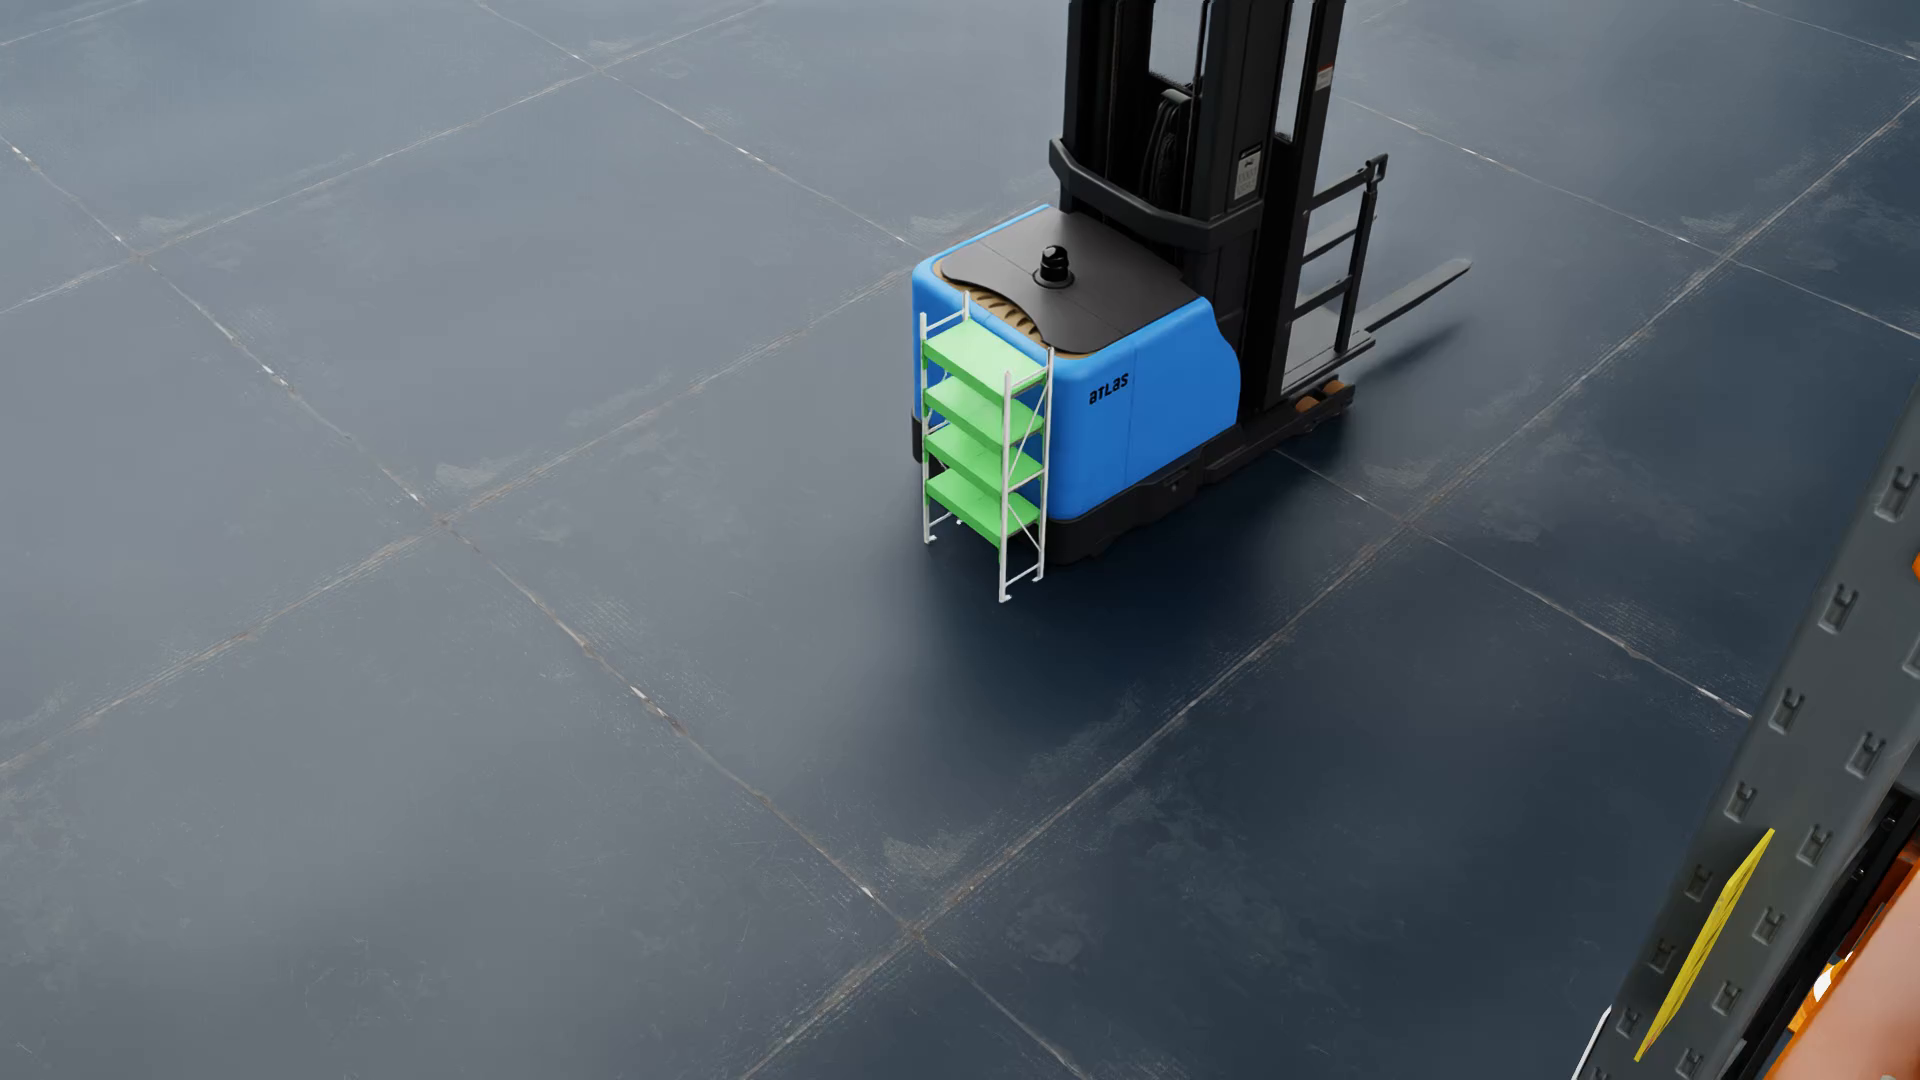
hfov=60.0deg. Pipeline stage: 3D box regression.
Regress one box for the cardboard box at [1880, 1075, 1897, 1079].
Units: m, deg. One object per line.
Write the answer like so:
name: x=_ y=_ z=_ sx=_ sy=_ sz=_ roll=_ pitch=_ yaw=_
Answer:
cardboard box: x=1.159 y=0.893 z=2.048 sx=0.380 sy=0.149 sz=0.250 roll=-34 pitch=53 yaw=-31

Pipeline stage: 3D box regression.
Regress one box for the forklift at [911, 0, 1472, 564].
forklift: x=1.233 y=-1.827 z=7.067 sx=3.031 sy=2.935 sz=1.130 roll=-30 pitch=51 yaw=-28

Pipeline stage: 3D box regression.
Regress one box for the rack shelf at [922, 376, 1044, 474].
rack shelf: x=0.099 y=-0.487 z=6.634 sx=0.258 sy=0.148 sz=0.480 roll=-30 pitch=51 yaw=-29

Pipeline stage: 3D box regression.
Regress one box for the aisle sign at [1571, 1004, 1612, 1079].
aisle sign: x=0.891 y=0.752 z=2.311 sx=0.394 sy=0.787 sz=0.004 roll=-34 pitch=53 yaw=-31

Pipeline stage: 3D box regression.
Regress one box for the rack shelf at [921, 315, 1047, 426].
rack shelf: x=0.100 y=-0.664 z=6.471 sx=0.258 sy=0.148 sz=0.480 roll=-30 pitch=51 yaw=-29

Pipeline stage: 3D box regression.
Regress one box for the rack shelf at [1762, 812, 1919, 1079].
rack shelf: x=2.567 y=1.711 z=1.508 sx=1.077 sy=0.370 sz=4.000 roll=-34 pitch=53 yaw=-31

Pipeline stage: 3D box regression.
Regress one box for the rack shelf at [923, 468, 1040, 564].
rack shelf: x=0.099 y=-0.135 z=6.959 sx=0.258 sy=0.148 sz=0.480 roll=-30 pitch=51 yaw=-29

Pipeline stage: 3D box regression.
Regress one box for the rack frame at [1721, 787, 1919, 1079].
rack frame: x=1.154 y=1.587 z=3.322 sx=1.000 sy=3.000 sz=0.127 roll=-34 pitch=53 yaw=-31

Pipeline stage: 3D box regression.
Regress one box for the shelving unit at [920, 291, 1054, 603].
shelving unit: x=0.099 y=-0.358 z=6.753 sx=0.258 sy=1.200 sz=0.503 roll=-30 pitch=51 yaw=-29

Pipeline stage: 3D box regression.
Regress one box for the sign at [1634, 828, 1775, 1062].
sign: x=0.770 y=0.425 z=1.726 sx=0.100 sy=0.325 sz=0.005 roll=-34 pitch=53 yaw=-31

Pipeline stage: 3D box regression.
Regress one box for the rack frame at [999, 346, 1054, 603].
rack frame: x=0.259 y=-0.233 z=6.618 sx=0.240 sy=1.200 sz=0.015 roll=-30 pitch=51 yaw=-29

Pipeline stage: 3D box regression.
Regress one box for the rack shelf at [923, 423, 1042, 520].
rack shelf: x=0.099 y=-0.311 z=6.796 sx=0.258 sy=0.148 sz=0.480 roll=-30 pitch=51 yaw=-29

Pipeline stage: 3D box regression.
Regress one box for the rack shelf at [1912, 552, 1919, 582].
rack shelf: x=2.567 y=0.611 z=0.491 sx=1.077 sy=0.370 sz=4.000 roll=-34 pitch=53 yaw=-31

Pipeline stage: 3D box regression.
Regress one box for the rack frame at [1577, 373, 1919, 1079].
rack frame: x=1.154 y=-0.616 z=1.286 sx=1.000 sy=3.000 sz=0.127 roll=-34 pitch=53 yaw=-31

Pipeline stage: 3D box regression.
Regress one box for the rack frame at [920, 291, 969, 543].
rack frame: x=-0.061 y=-0.483 z=6.889 sx=0.240 sy=1.200 sz=0.015 roll=-30 pitch=51 yaw=-29

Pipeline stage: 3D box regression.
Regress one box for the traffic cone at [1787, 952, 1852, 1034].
traffic cone: x=2.917 y=1.412 z=5.381 sx=0.336 sy=0.463 sz=0.334 roll=-34 pitch=53 yaw=-31
